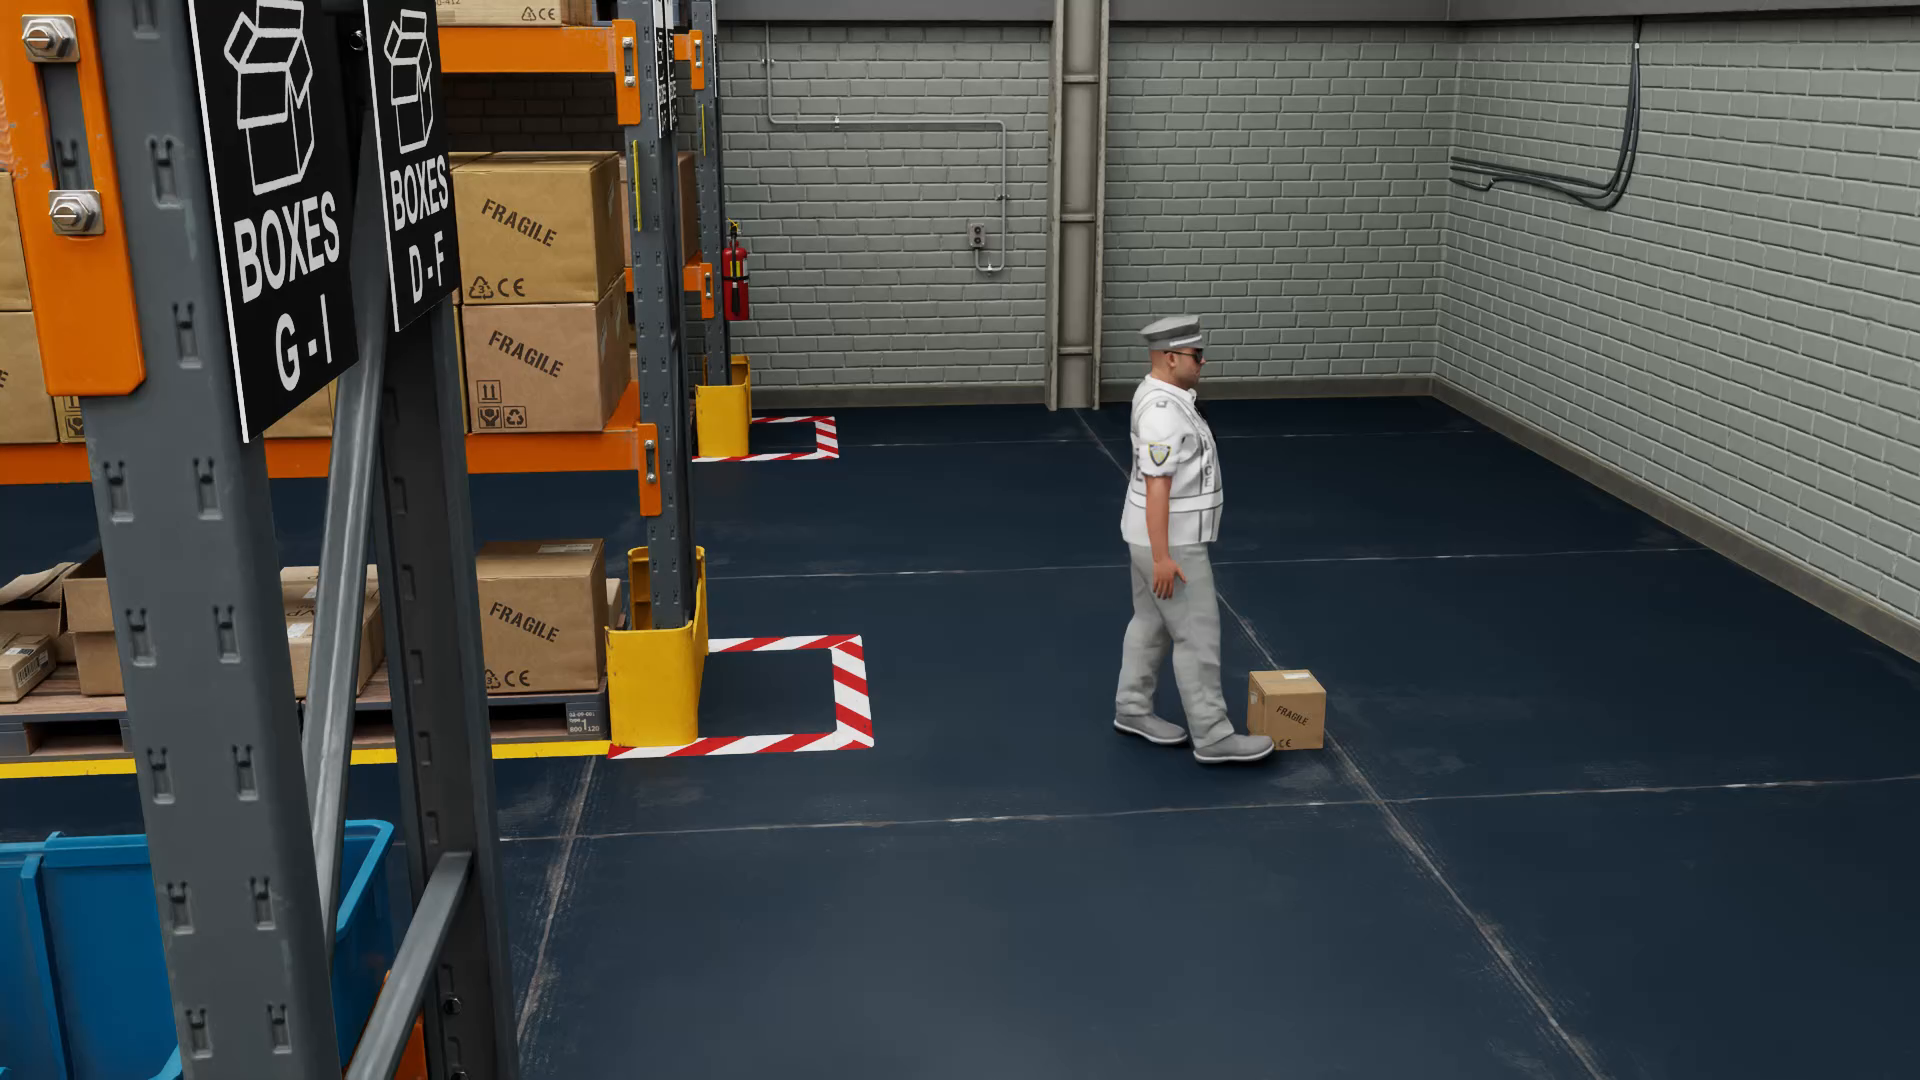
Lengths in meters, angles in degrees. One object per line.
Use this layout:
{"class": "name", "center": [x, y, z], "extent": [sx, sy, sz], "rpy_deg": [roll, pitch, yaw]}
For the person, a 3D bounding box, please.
{"class": "person", "center": [0.945, -0.009, 6.526], "extent": [0.627, 1.758, 0.548], "rpy_deg": [1, 17, 3]}
